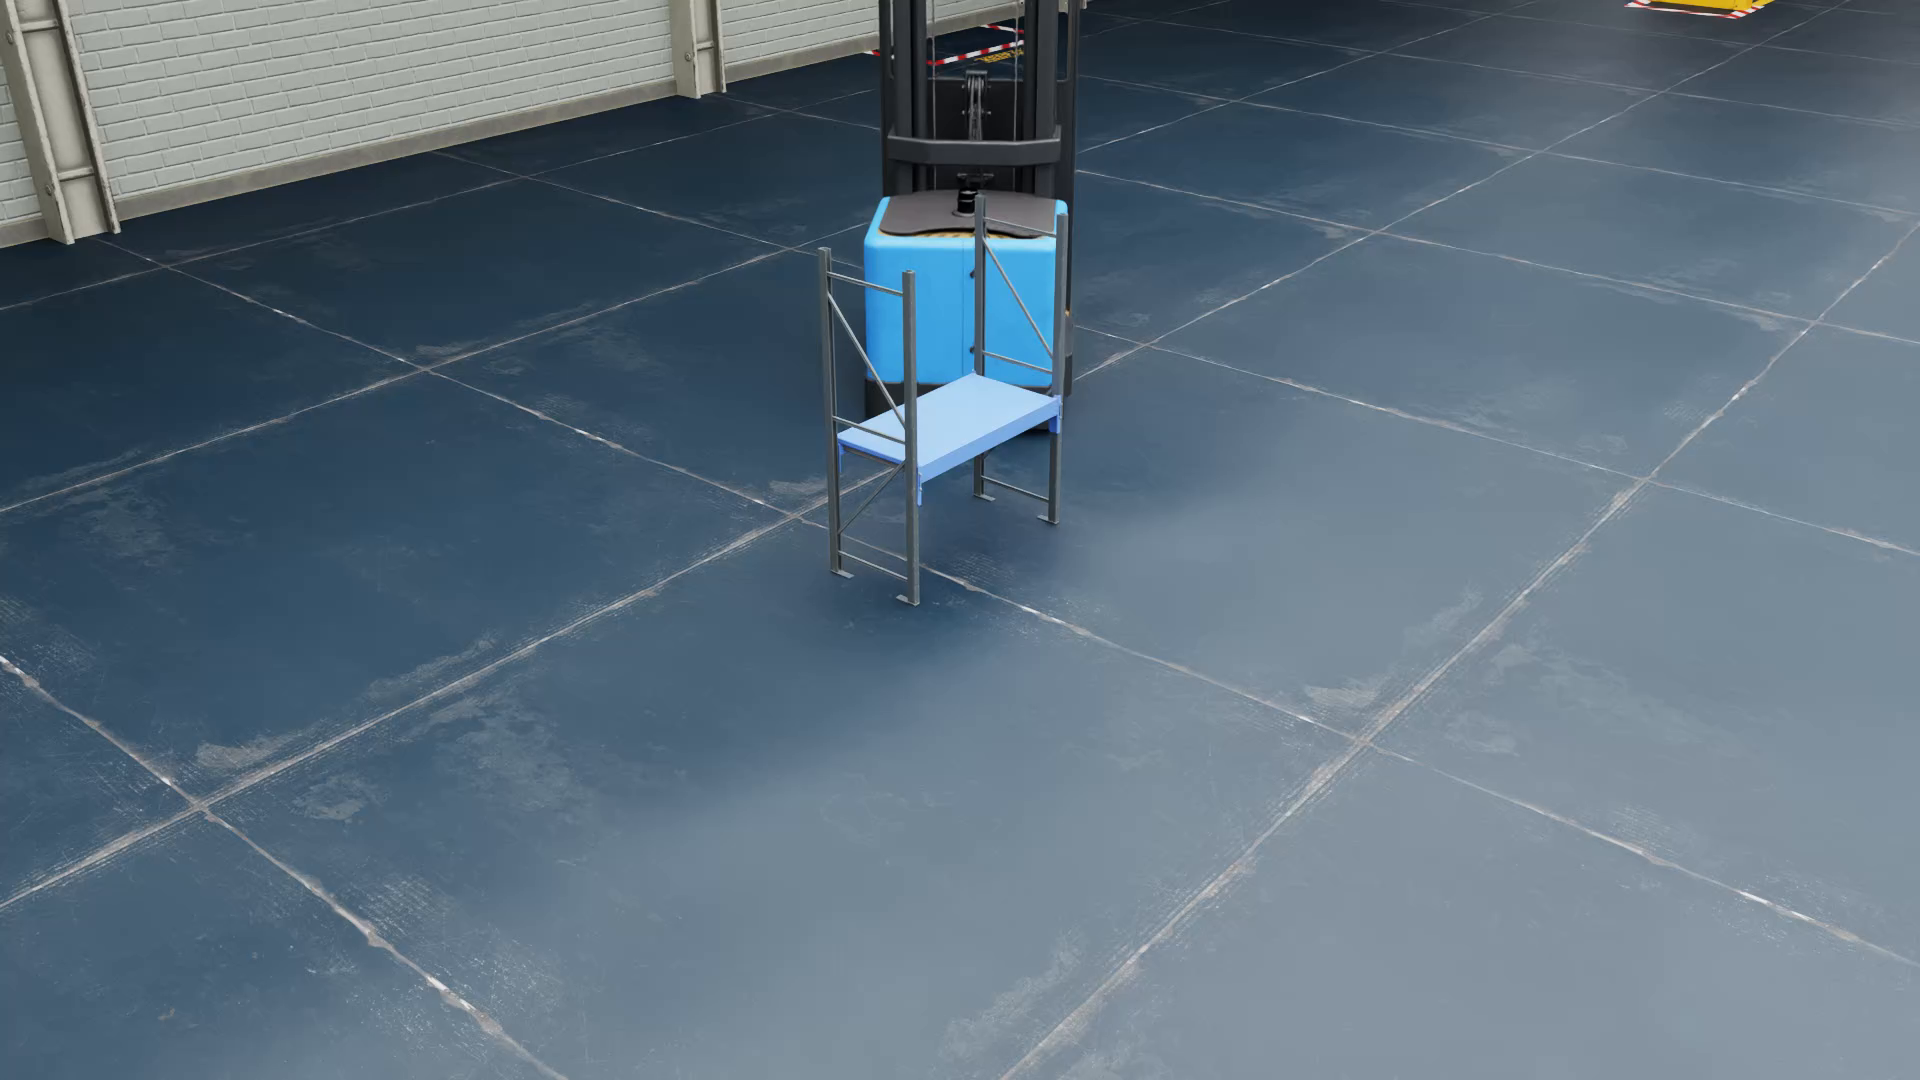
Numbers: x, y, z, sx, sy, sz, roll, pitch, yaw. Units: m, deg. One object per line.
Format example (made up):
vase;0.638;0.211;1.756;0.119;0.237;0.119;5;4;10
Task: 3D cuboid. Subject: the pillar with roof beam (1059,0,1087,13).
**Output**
pillar with roof beam;4.623;-9.206;15.751;9.100;9.000;0.400;21;34;34

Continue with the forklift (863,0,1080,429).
forklift;0.123;-2.525;9.440;1.130;2.935;3.031;2;27;4

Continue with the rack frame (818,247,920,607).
rack frame;-0.378;-0.456;6.999;0.500;1.500;0.032;21;34;34

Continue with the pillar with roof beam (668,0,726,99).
pillar with roof beam;0.807;-7.078;11.639;9.100;9.000;0.400;21;34;34

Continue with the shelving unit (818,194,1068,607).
shelving unit;-0.054;-0.636;7.347;0.538;1.500;1.048;21;34;34

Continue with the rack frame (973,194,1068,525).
rack frame;0.269;-0.816;7.695;0.500;1.500;0.032;21;34;34

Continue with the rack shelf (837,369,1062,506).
rack shelf;-0.054;-0.476;7.430;0.538;0.185;1.000;21;34;34

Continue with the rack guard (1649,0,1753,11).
rack guard;9.150;-6.860;20.467;1.175;0.500;0.348;21;34;34

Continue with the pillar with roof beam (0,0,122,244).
pillar with roof beam;-3.009;-4.951;7.527;9.100;9.000;0.400;21;34;34
